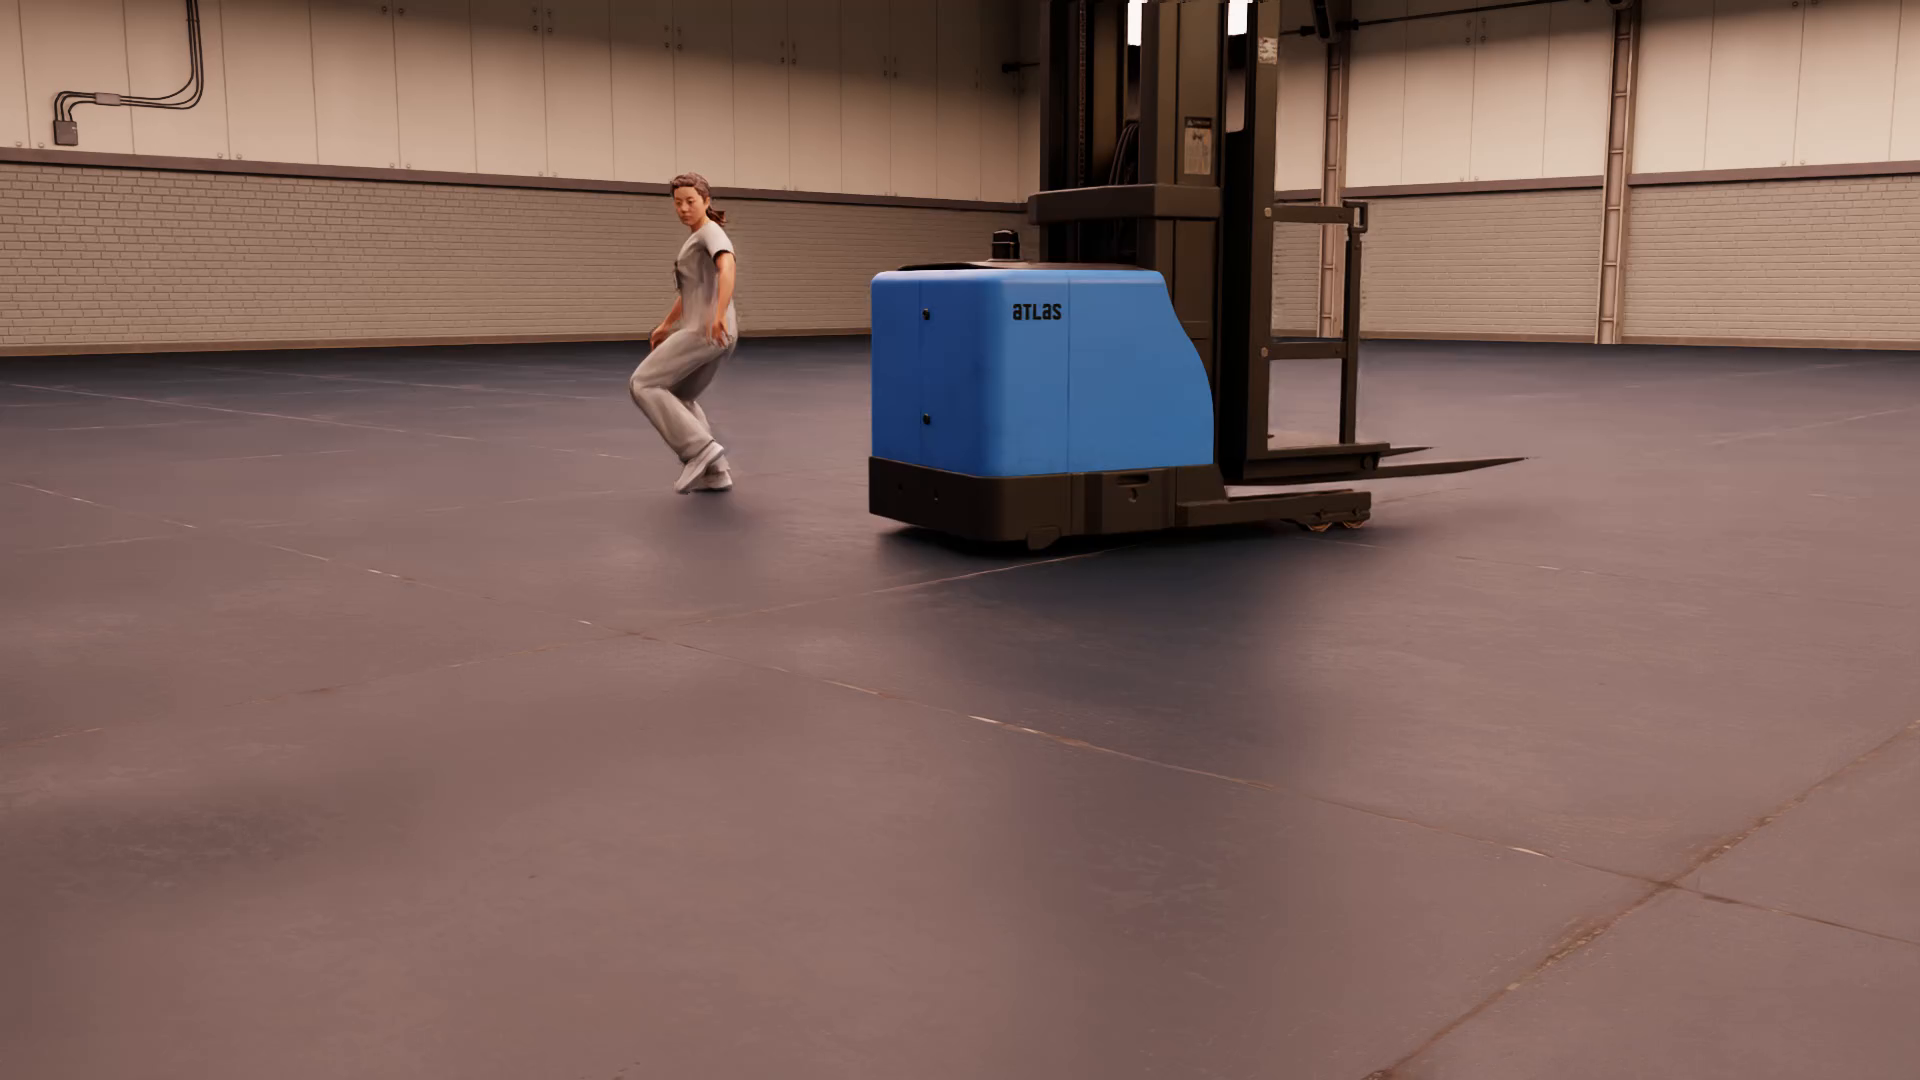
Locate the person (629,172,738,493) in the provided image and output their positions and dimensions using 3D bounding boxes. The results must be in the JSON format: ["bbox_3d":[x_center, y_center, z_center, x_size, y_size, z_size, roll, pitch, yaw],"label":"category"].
[{"bbox_3d":[-1.319,-1.004,8.159,0.536,1.576,0.714,1,9,4],"label":"person"}]

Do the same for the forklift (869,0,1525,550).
[{"bbox_3d":[1.155,-1.544,7.127,3.031,2.935,1.130,-5,10,-29],"label":"forklift"}]
